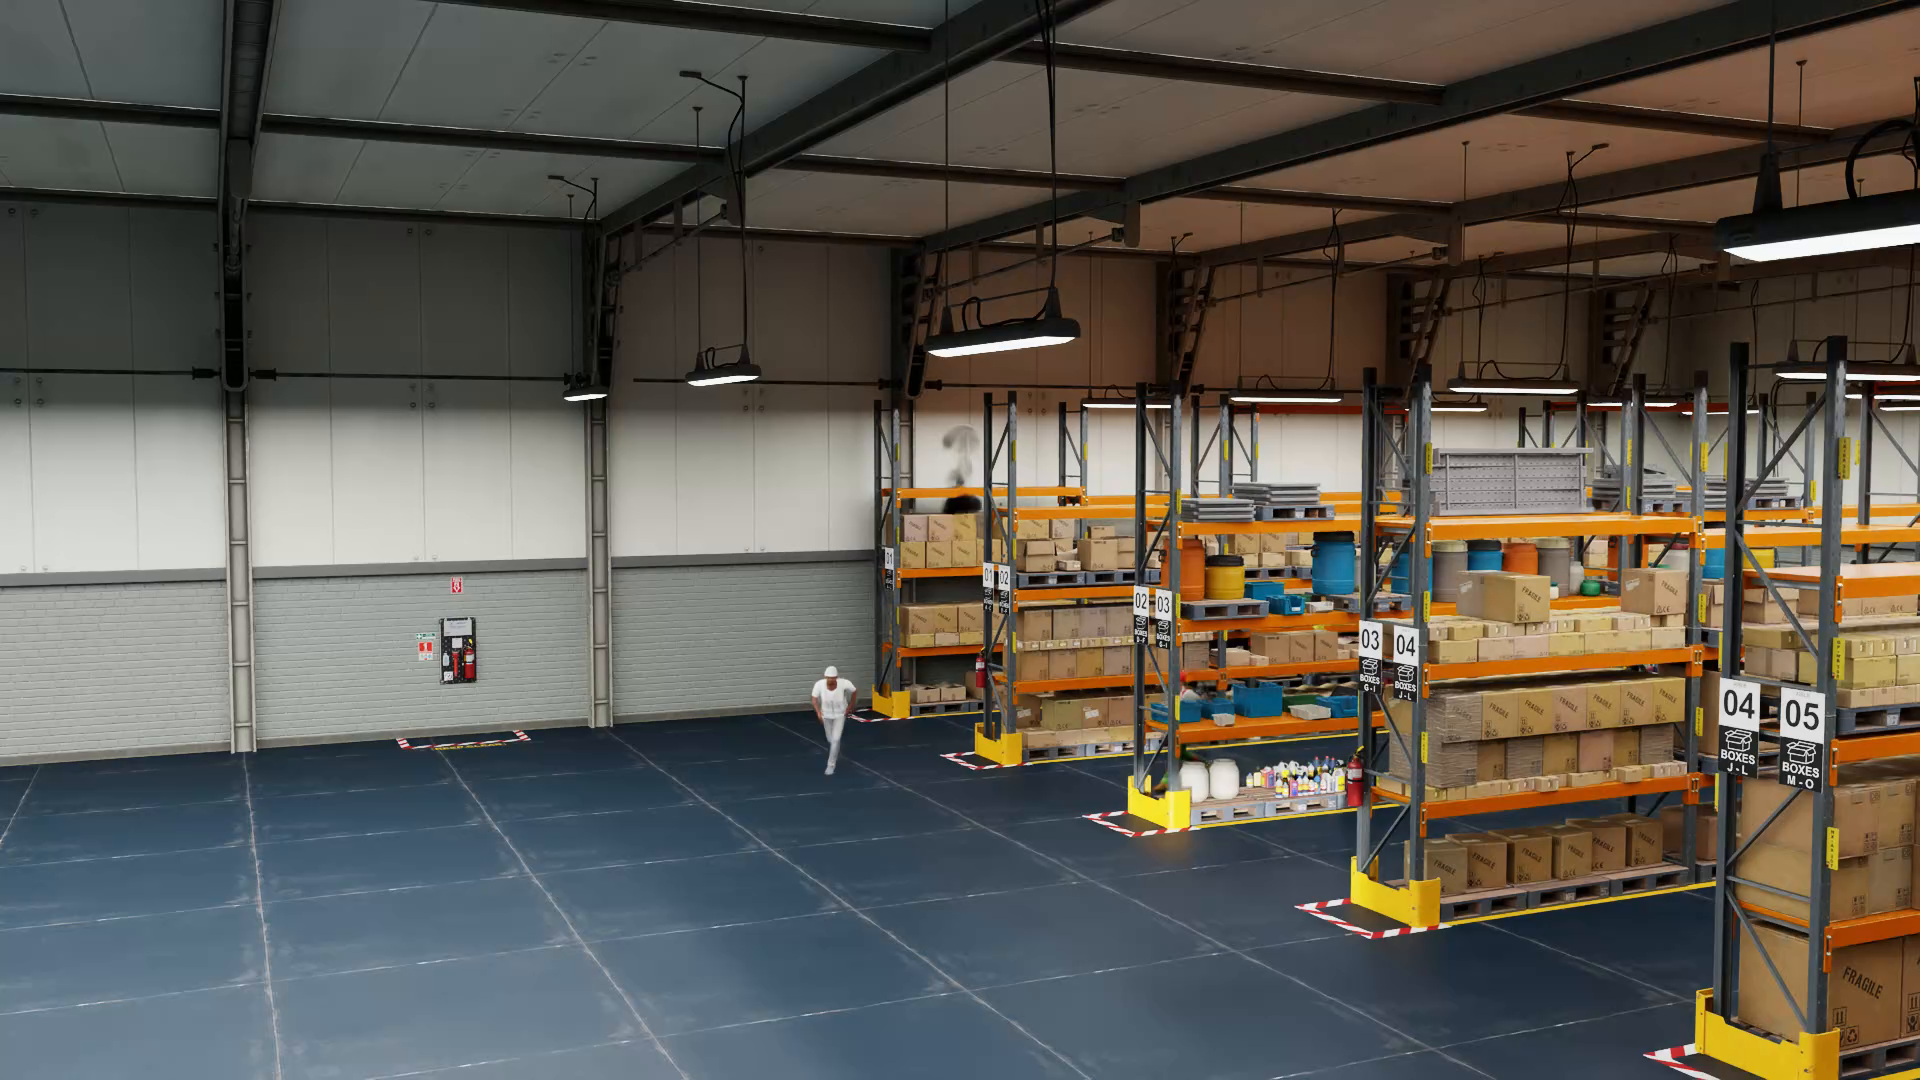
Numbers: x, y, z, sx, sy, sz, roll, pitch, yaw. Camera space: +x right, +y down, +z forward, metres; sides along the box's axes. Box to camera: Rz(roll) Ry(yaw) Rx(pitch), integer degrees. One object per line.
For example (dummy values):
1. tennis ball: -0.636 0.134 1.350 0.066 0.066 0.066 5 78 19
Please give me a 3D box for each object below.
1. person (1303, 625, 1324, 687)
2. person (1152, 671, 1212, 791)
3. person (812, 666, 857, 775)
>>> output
1. person: 6.876 2.455 31.938 0.598 1.723 0.702 -1 4 -19
2. person: 3.333 2.831 24.803 1.026 1.775 0.685 -2 4 -26
3. person: -1.981 2.808 26.315 0.719 1.712 1.019 0 3 0
